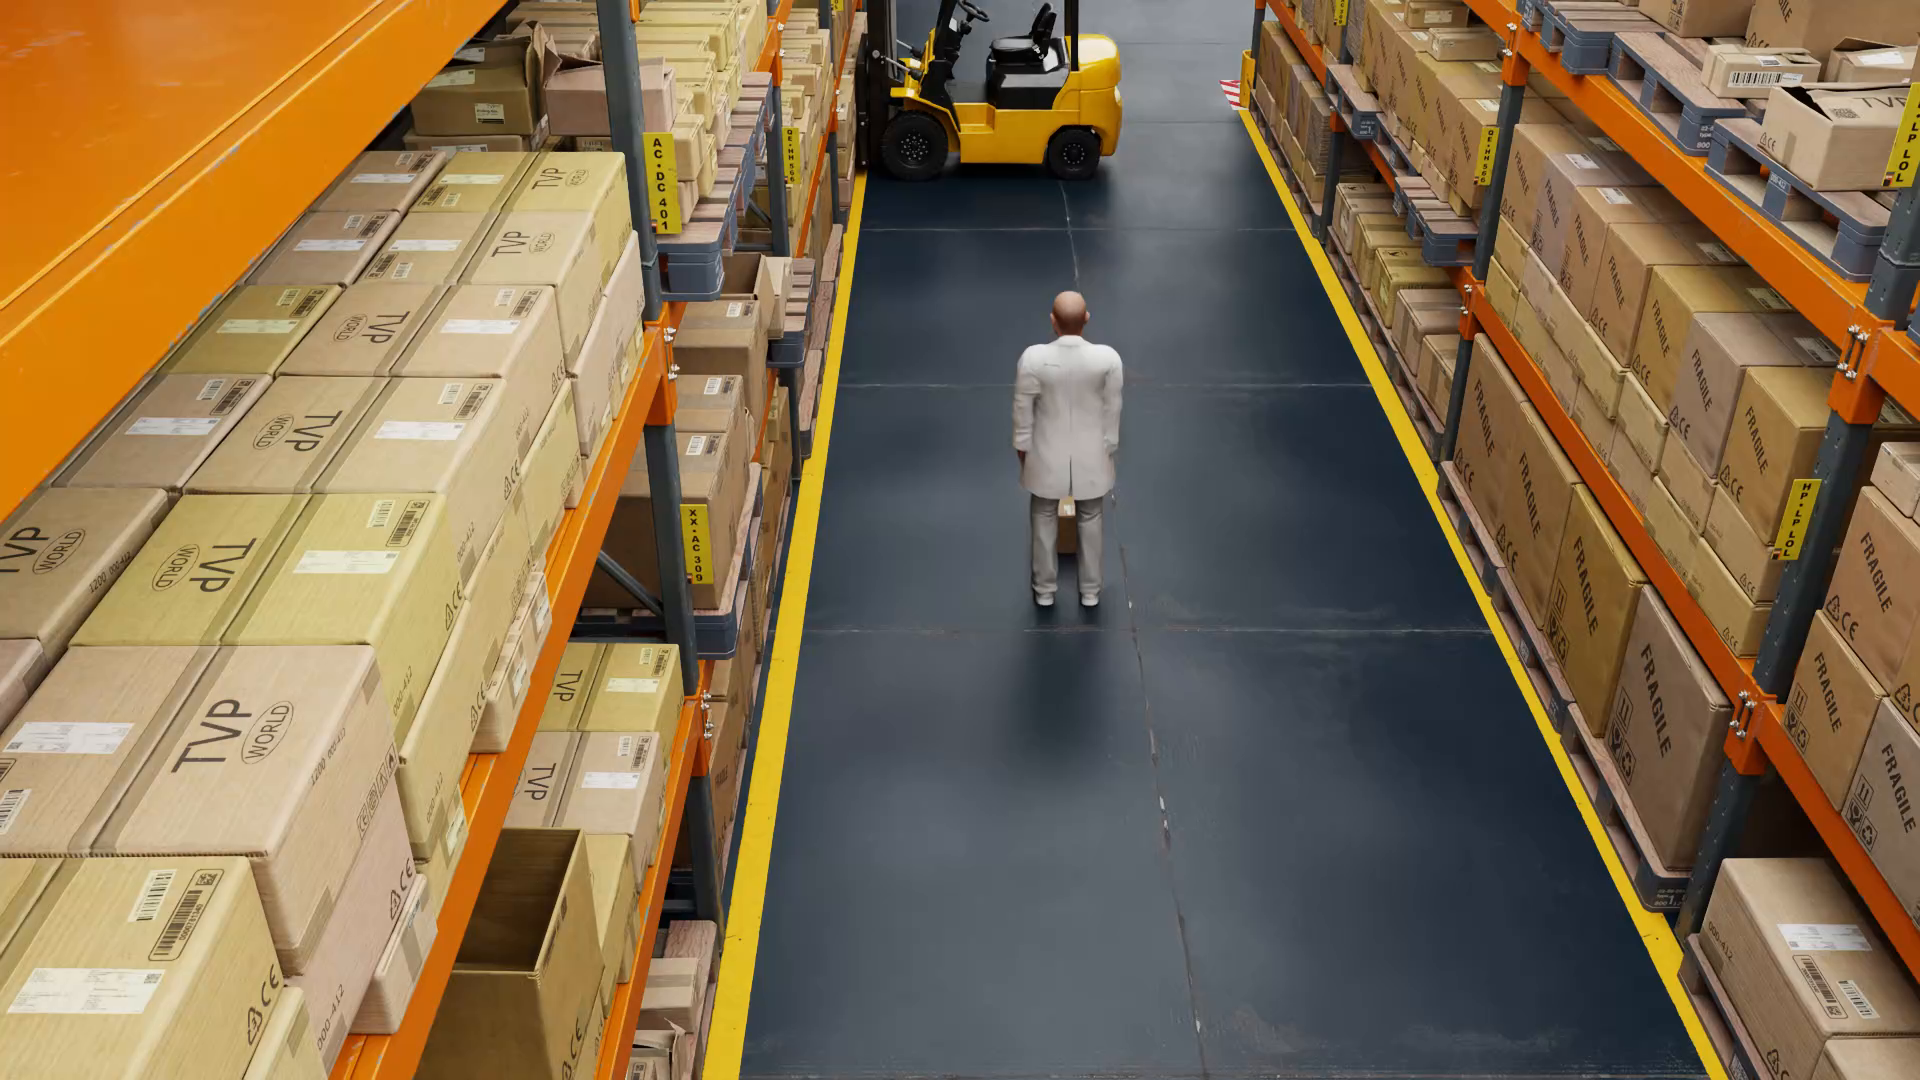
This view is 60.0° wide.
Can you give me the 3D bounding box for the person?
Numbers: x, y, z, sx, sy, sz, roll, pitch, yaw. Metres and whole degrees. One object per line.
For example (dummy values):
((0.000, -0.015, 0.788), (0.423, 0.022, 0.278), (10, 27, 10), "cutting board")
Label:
((0.552, -0.478, 8.763), (0.564, 1.770, 0.377), (0, 31, 1), "person")
